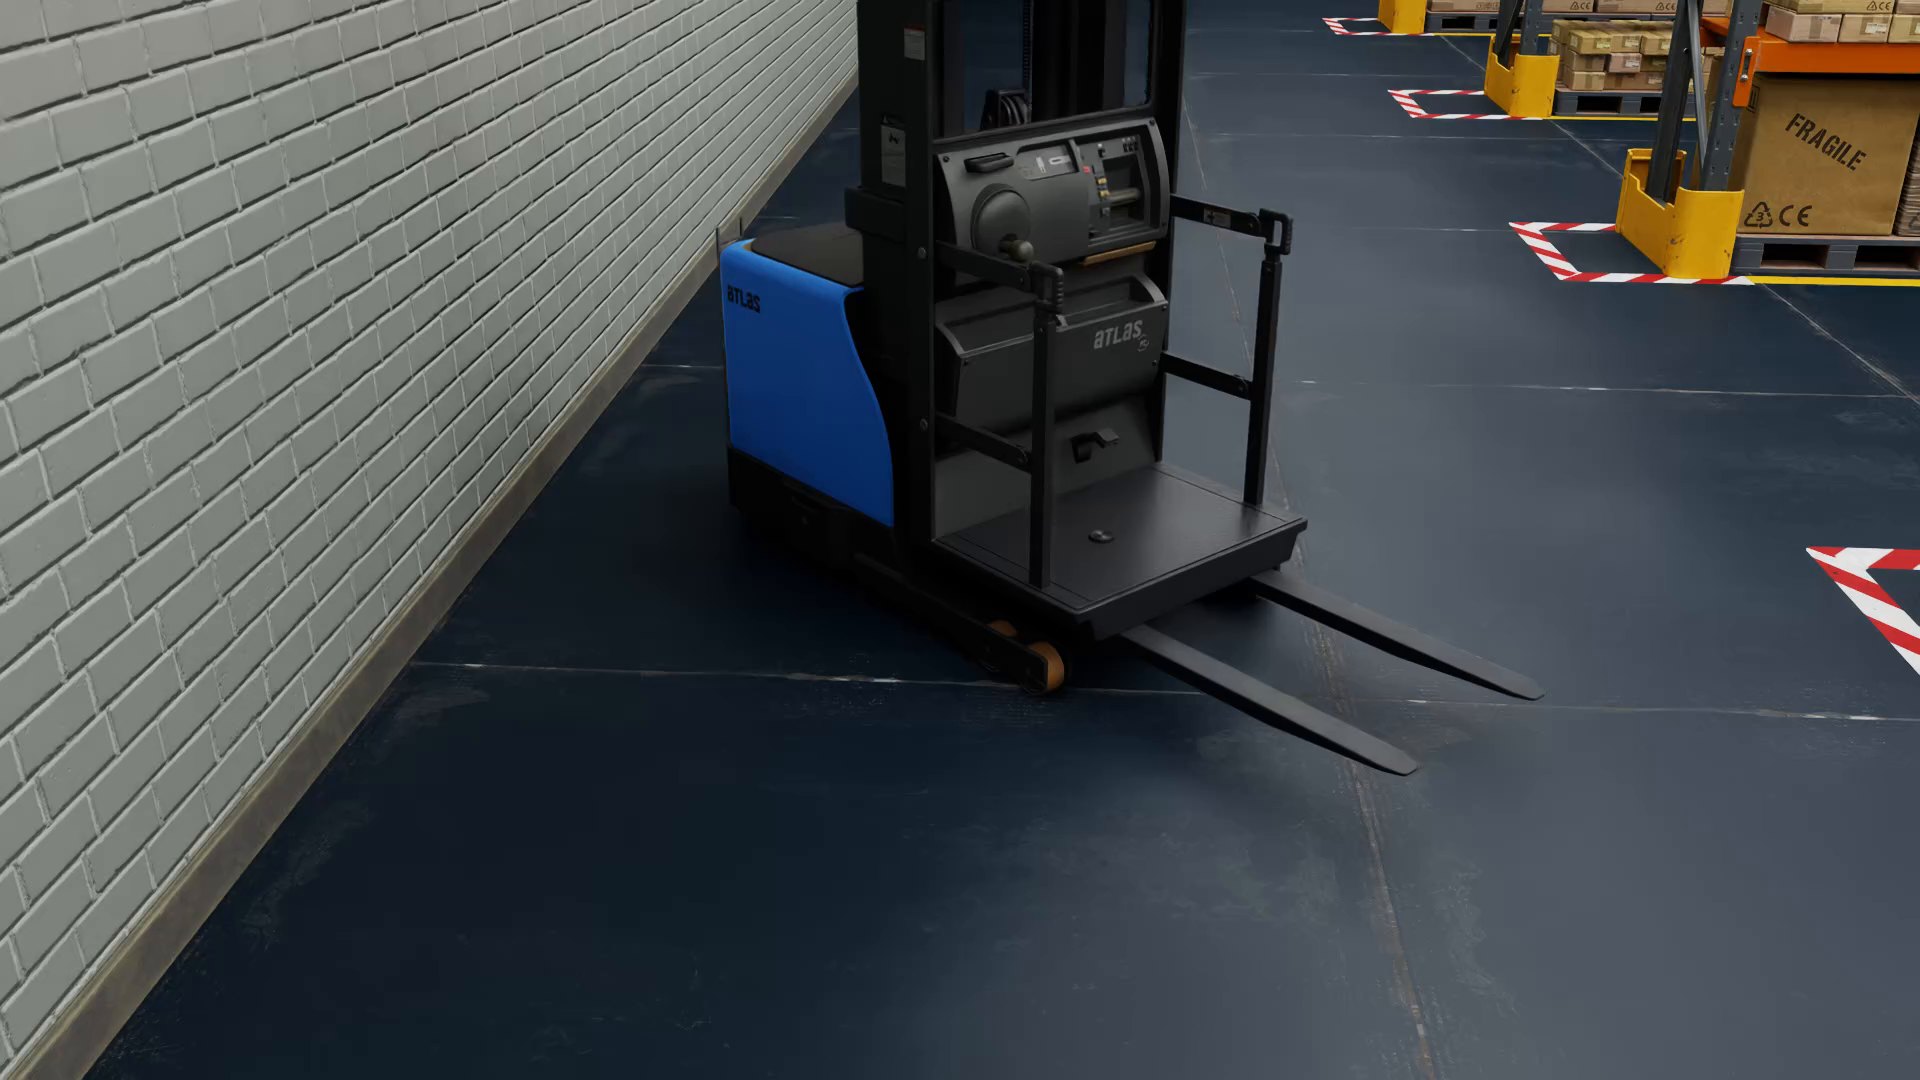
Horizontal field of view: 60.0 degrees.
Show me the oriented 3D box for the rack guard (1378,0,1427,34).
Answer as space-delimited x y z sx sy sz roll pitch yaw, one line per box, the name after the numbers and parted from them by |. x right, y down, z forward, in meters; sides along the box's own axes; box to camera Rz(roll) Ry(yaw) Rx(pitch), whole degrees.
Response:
5.023 -6.088 18.883 0.348 0.500 1.175 2 25 4 | rack guard

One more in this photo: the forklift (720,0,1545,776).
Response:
0.449 -1.084 5.099 1.130 2.935 3.031 -19 31 -36 | forklift

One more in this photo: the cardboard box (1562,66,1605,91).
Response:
5.266 -3.902 14.050 0.250 0.149 0.380 2 25 5 | cardboard box

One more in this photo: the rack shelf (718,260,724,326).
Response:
-0.773 -0.969 6.445 0.240 0.259 0.215 10 26 20 | rack shelf

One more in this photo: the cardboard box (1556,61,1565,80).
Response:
5.309 -4.122 14.528 0.250 0.149 0.380 2 25 5 | cardboard box

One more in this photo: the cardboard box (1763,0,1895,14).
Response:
4.746 -3.032 9.073 0.500 0.250 0.500 1 25 3 | cardboard box

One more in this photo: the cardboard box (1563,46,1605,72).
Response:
5.271 -4.064 14.045 0.250 0.149 0.380 3 25 6 | cardboard box

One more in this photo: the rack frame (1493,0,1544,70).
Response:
4.768 -5.156 13.868 0.127 3.000 1.000 2 25 4 | rack frame

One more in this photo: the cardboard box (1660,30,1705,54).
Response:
6.044 -4.170 13.921 0.250 0.149 0.380 1 25 1 | cardboard box

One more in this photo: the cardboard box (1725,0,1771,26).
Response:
4.668 -3.104 9.708 0.250 0.149 0.380 2 25 5 | cardboard box

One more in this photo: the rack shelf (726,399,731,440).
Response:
-0.776 -0.457 6.675 0.240 0.259 0.215 10 26 20 | rack shelf

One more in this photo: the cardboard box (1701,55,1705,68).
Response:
6.038 -4.007 13.922 0.250 0.149 0.380 3 25 6 | cardboard box

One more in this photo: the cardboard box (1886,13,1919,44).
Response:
5.128 -2.814 9.077 0.250 0.149 0.380 1 25 3 | cardboard box

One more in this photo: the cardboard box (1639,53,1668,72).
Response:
5.791 -4.060 14.038 0.250 0.149 0.380 2 25 5 | cardboard box

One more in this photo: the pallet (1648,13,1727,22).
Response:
8.283 -5.885 18.787 1.213 0.211 1.003 2 25 4 | pallet

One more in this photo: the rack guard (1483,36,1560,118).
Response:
4.844 -4.018 14.385 0.348 0.500 1.175 2 25 4 | rack guard

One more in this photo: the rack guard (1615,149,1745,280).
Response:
4.264 -1.958 9.906 0.348 0.500 1.175 2 25 4 | rack guard

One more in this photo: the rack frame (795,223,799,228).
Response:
-0.662 -0.701 6.514 0.008 1.050 0.200 10 26 20 | rack frame

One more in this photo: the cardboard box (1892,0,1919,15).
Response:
5.265 -3.018 9.043 0.500 0.250 0.500 2 25 3 | cardboard box

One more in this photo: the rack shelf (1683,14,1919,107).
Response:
6.282 -2.702 9.394 4.000 0.370 1.077 2 25 4 | rack shelf

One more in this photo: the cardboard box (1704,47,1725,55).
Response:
6.320 -4.158 13.894 0.250 0.149 0.380 3 25 6 | cardboard box

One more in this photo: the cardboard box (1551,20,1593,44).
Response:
5.316 -4.411 14.444 0.250 0.149 0.380 2 25 5 | cardboard box

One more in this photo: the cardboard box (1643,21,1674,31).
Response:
6.083 -4.389 14.396 0.250 0.149 0.380 1 25 2 | cardboard box

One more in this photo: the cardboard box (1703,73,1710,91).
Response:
6.290 -3.900 14.046 0.250 0.149 0.380 2 25 4 | cardboard box

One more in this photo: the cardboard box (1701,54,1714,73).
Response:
6.310 -4.038 13.989 0.250 0.149 0.380 1 25 1 | cardboard box

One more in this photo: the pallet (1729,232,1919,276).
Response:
5.091 -1.833 9.980 1.213 0.211 1.003 2 25 4 | pallet

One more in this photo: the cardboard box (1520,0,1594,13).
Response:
6.626 -6.244 18.795 0.875 0.438 0.875 2 25 5 | cardboard box

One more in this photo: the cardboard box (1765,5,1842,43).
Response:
4.617 -2.829 9.111 0.250 0.149 0.380 2 25 5 | cardboard box

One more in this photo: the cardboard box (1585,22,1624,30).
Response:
5.562 -4.379 14.375 0.250 0.149 0.380 2 25 5 | cardboard box

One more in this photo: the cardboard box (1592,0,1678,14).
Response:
7.524 -6.215 18.731 0.875 0.438 0.875 1 25 2 | cardboard box

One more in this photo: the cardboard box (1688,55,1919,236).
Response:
4.932 -2.331 9.767 0.875 0.875 0.875 2 25 4 | cardboard box

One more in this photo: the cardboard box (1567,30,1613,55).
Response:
5.265 -4.164 13.907 0.250 0.149 0.380 1 25 2 | cardboard box

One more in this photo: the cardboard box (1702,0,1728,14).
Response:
8.417 -6.186 18.669 0.875 0.438 0.875 1 25 3 | cardboard box

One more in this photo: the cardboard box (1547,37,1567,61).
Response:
5.317 -4.289 14.536 0.250 0.149 0.380 1 25 3 | cardboard box

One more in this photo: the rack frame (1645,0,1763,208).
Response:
4.288 -3.092 9.382 0.127 3.000 1.000 2 25 4 | rack frame

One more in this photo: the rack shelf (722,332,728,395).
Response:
-0.774 -0.711 6.561 0.240 0.259 0.215 10 26 20 | rack shelf

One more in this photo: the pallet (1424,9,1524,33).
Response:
5.850 -5.963 18.957 1.213 0.211 1.003 2 25 4 | pallet

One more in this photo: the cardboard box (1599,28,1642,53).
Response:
5.549 -4.205 13.997 0.250 0.149 0.380 2 25 5 | cardboard box

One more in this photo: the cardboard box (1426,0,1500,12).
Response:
5.712 -6.270 18.851 0.875 0.438 0.875 1 25 2 | cardboard box

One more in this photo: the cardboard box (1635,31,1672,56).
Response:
5.790 -4.144 13.864 0.250 0.149 0.380 2 25 4 | cardboard box

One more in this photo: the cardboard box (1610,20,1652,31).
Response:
5.830 -4.424 14.472 0.250 0.149 0.380 1 25 3 | cardboard box

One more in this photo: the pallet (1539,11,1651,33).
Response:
7.063 -5.923 18.869 1.213 0.211 1.003 2 25 4 | pallet

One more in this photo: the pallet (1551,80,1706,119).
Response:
5.652 -3.847 14.357 1.213 0.211 1.003 2 25 4 | pallet

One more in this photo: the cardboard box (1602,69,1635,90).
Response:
5.534 -3.928 14.106 0.250 0.149 0.380 2 25 4 | cardboard box

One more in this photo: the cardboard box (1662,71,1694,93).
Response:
6.028 -3.869 13.977 0.250 0.149 0.380 2 25 5 | cardboard box

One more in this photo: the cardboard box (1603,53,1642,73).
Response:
5.540 -4.031 13.975 0.250 0.149 0.380 2 25 4 | cardboard box

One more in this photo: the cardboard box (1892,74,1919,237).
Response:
5.840 -2.302 9.703 0.875 0.875 0.875 2 25 4 | cardboard box

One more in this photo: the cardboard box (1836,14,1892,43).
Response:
4.873 -2.822 9.095 0.250 0.149 0.380 1 25 3 | cardboard box

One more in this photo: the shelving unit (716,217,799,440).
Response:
-0.774 -0.720 6.557 0.252 1.050 0.215 10 26 20 | shelving unit

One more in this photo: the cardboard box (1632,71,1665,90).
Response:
5.782 -3.923 14.095 0.250 0.149 0.380 2 25 5 | cardboard box

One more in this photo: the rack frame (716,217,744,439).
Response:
-0.887 -0.740 6.599 0.008 1.050 0.200 10 26 20 | rack frame
